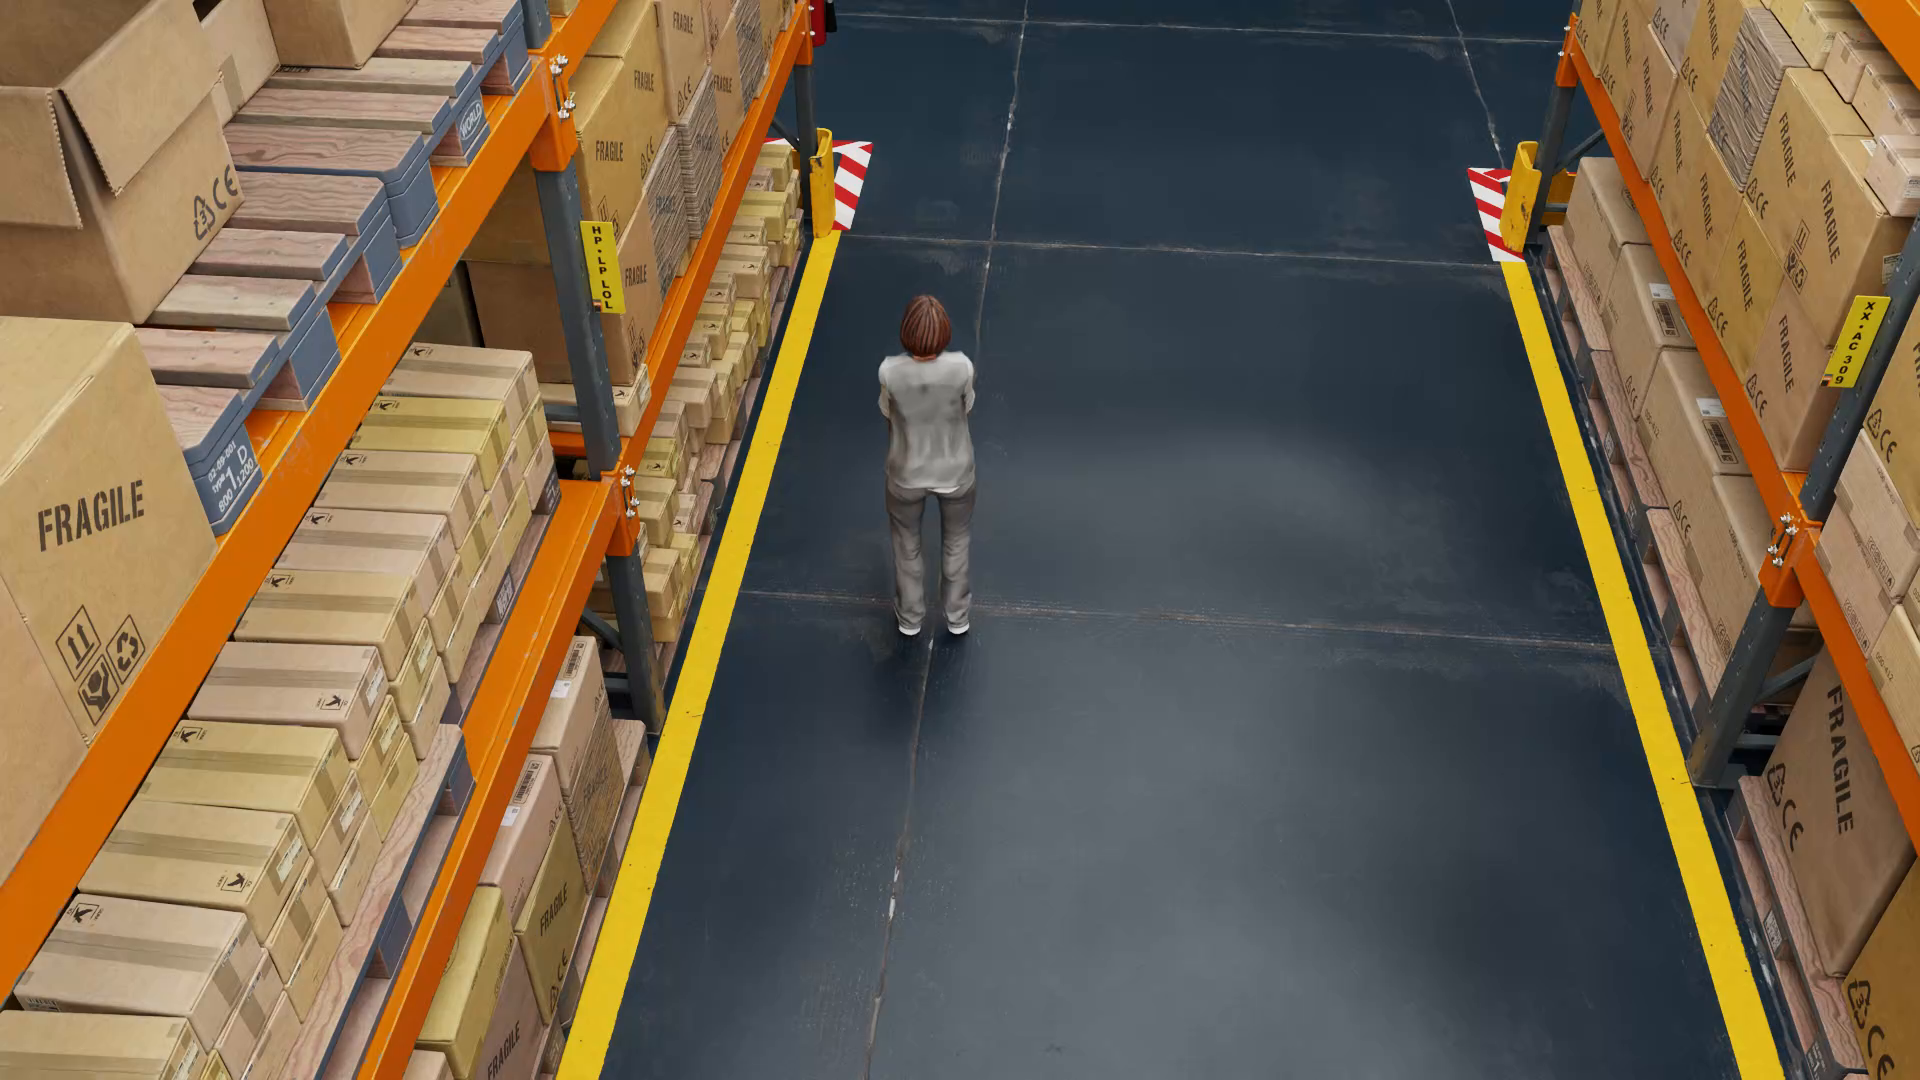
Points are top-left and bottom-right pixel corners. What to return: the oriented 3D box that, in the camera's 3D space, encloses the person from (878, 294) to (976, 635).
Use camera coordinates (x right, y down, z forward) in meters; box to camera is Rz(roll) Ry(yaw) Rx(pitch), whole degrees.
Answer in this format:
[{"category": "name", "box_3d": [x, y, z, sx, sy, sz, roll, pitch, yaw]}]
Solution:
[{"category": "person", "box_3d": [-0.127, -0.324, 6.546, 0.375, 1.599, 0.500, -2, 41, -3]}]
